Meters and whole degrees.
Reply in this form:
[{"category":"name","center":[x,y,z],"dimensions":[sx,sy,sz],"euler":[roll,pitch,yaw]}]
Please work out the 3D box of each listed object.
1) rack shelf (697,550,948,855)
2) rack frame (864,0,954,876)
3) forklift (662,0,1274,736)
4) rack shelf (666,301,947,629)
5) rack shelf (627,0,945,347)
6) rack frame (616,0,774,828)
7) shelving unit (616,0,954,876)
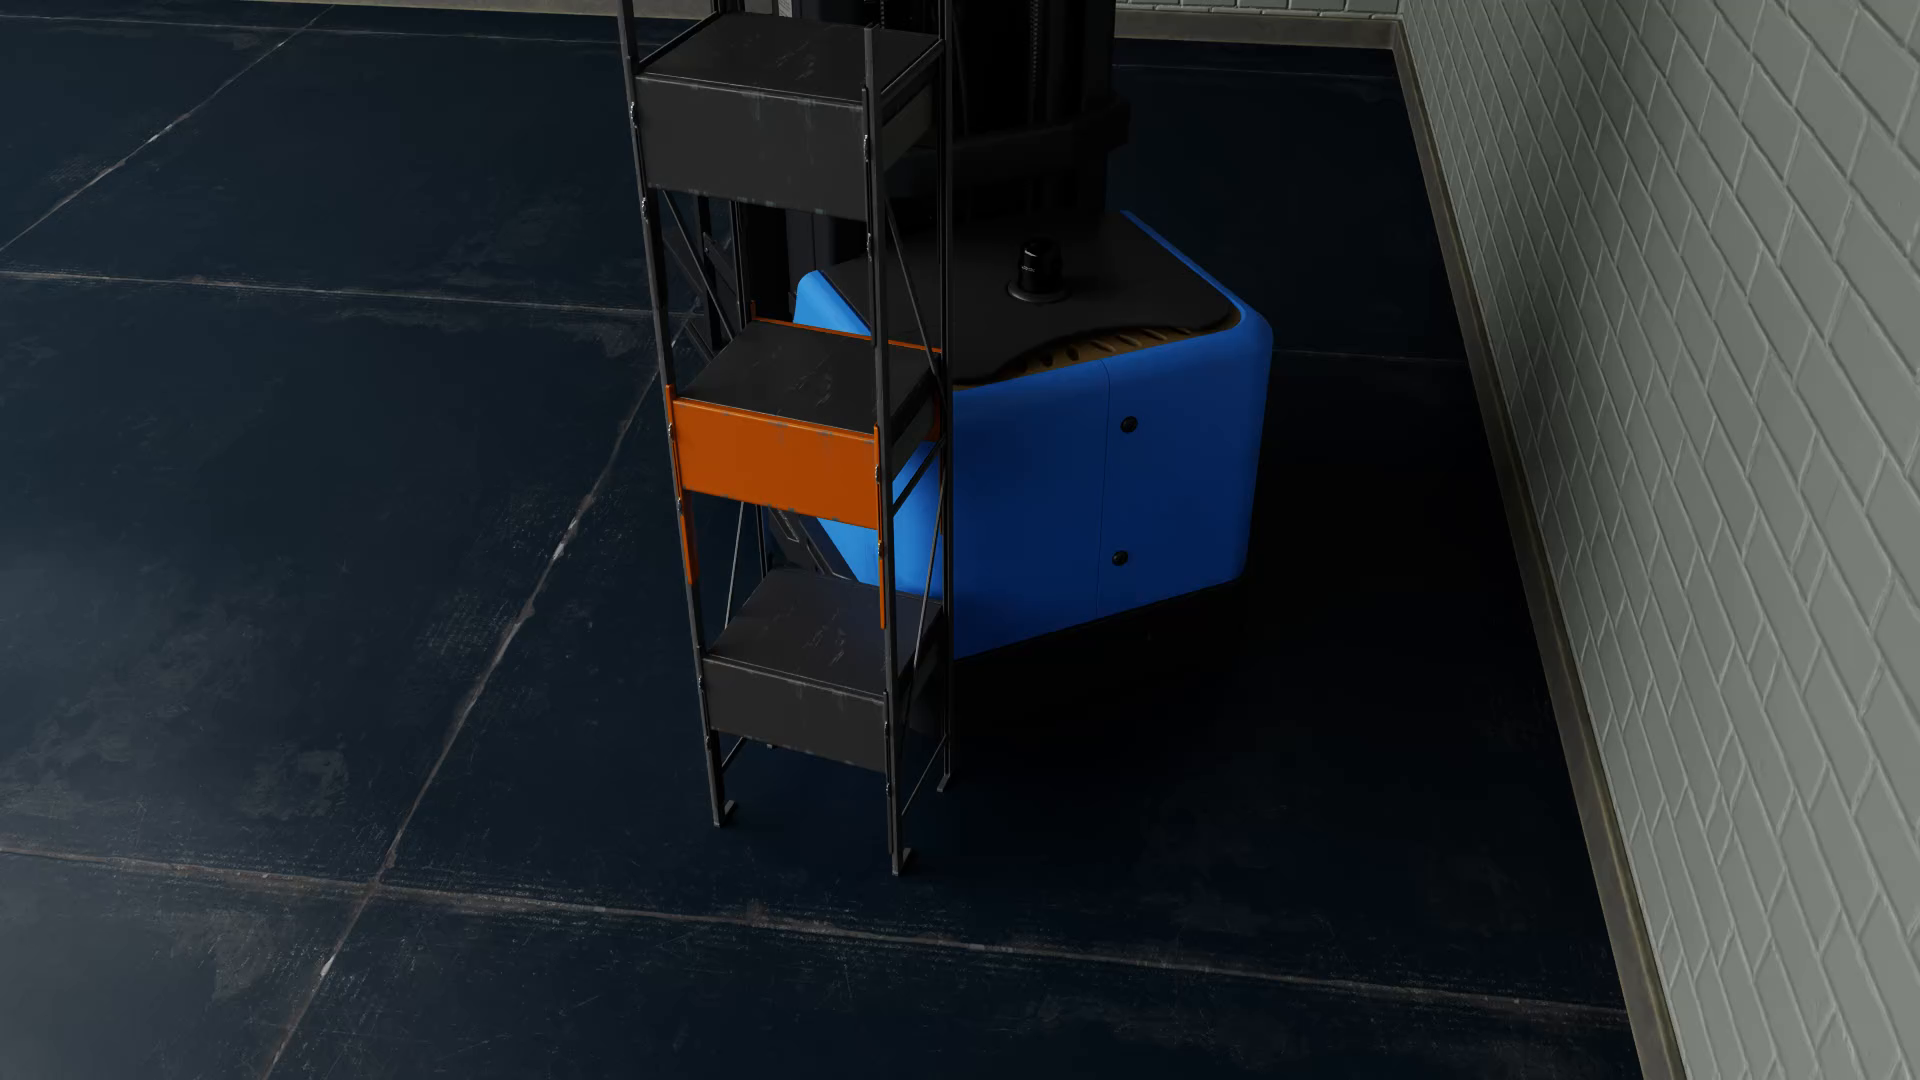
[{"category":"rack shelf","center":[-0.320,0.395,4.117],"dimensions":[0.480,0.518,0.431],"euler":[12,37,16]},{"category":"rack frame","center":[-0.091,-0.137,3.635],"dimensions":[0.015,2.100,0.400],"euler":[12,37,16]},{"category":"forklift","center":[-0.255,-1.523,4.861],"dimensions":[1.130,2.935,3.031],"euler":[-15,38,-20]},{"category":"rack shelf","center":[-0.320,-0.175,3.711],"dimensions":[0.480,0.518,0.431],"euler":[12,37,16]},{"category":"rack shelf","center":[-0.320,-0.744,3.304],"dimensions":[0.480,0.518,0.431],"euler":[12,37,16]},{"category":"rack frame","center":[-0.549,-0.234,3.771],"dimensions":[0.015,2.100,0.400],"euler":[12,37,16]},{"category":"shelving unit","center":[-0.320,-0.186,3.703],"dimensions":[0.503,2.100,0.431],"euler":[12,37,16]}]
